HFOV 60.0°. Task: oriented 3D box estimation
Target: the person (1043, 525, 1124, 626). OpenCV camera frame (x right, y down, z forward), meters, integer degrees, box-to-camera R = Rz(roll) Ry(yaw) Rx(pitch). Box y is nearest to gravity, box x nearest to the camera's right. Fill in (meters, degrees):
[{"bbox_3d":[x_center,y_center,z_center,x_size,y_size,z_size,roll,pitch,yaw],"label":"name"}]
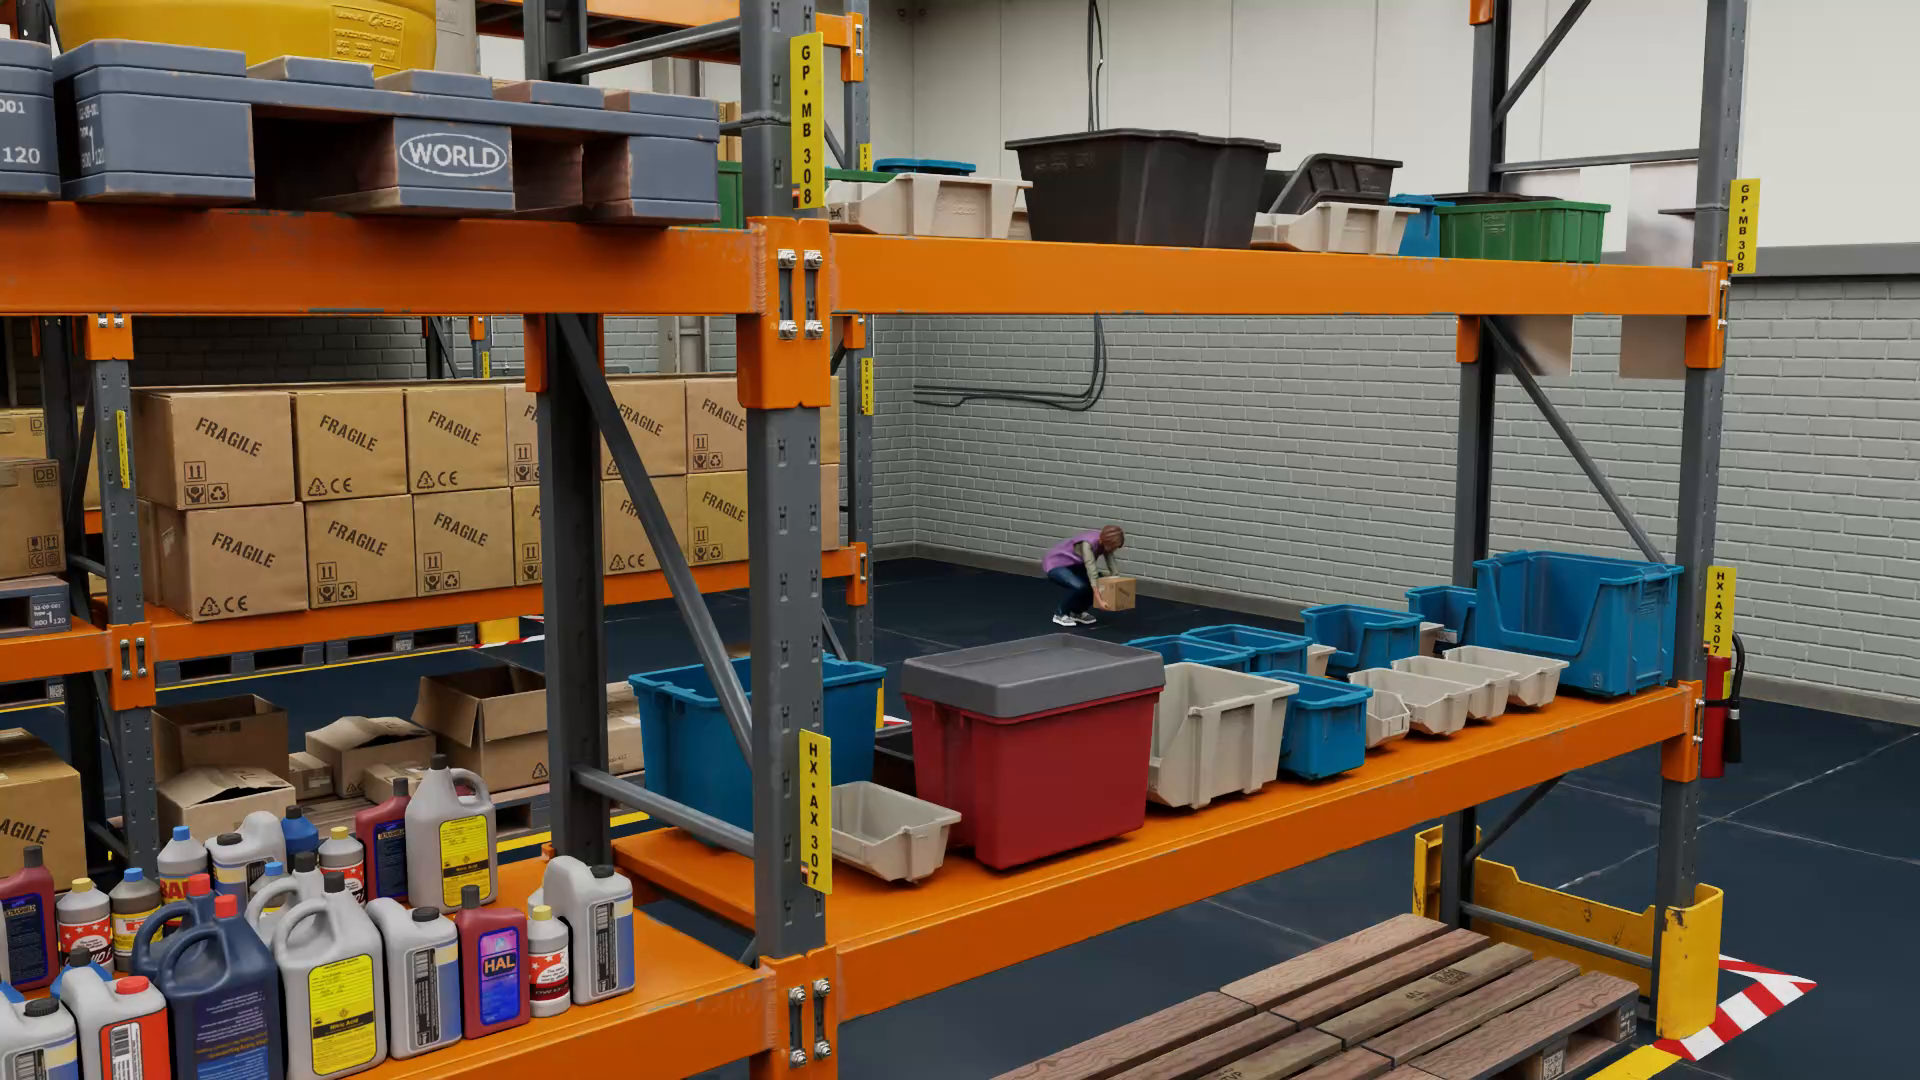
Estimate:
[{"bbox_3d":[1.081,0.294,14.273,0.421,0.904,0.844,-7,10,-42],"label":"person"}]
